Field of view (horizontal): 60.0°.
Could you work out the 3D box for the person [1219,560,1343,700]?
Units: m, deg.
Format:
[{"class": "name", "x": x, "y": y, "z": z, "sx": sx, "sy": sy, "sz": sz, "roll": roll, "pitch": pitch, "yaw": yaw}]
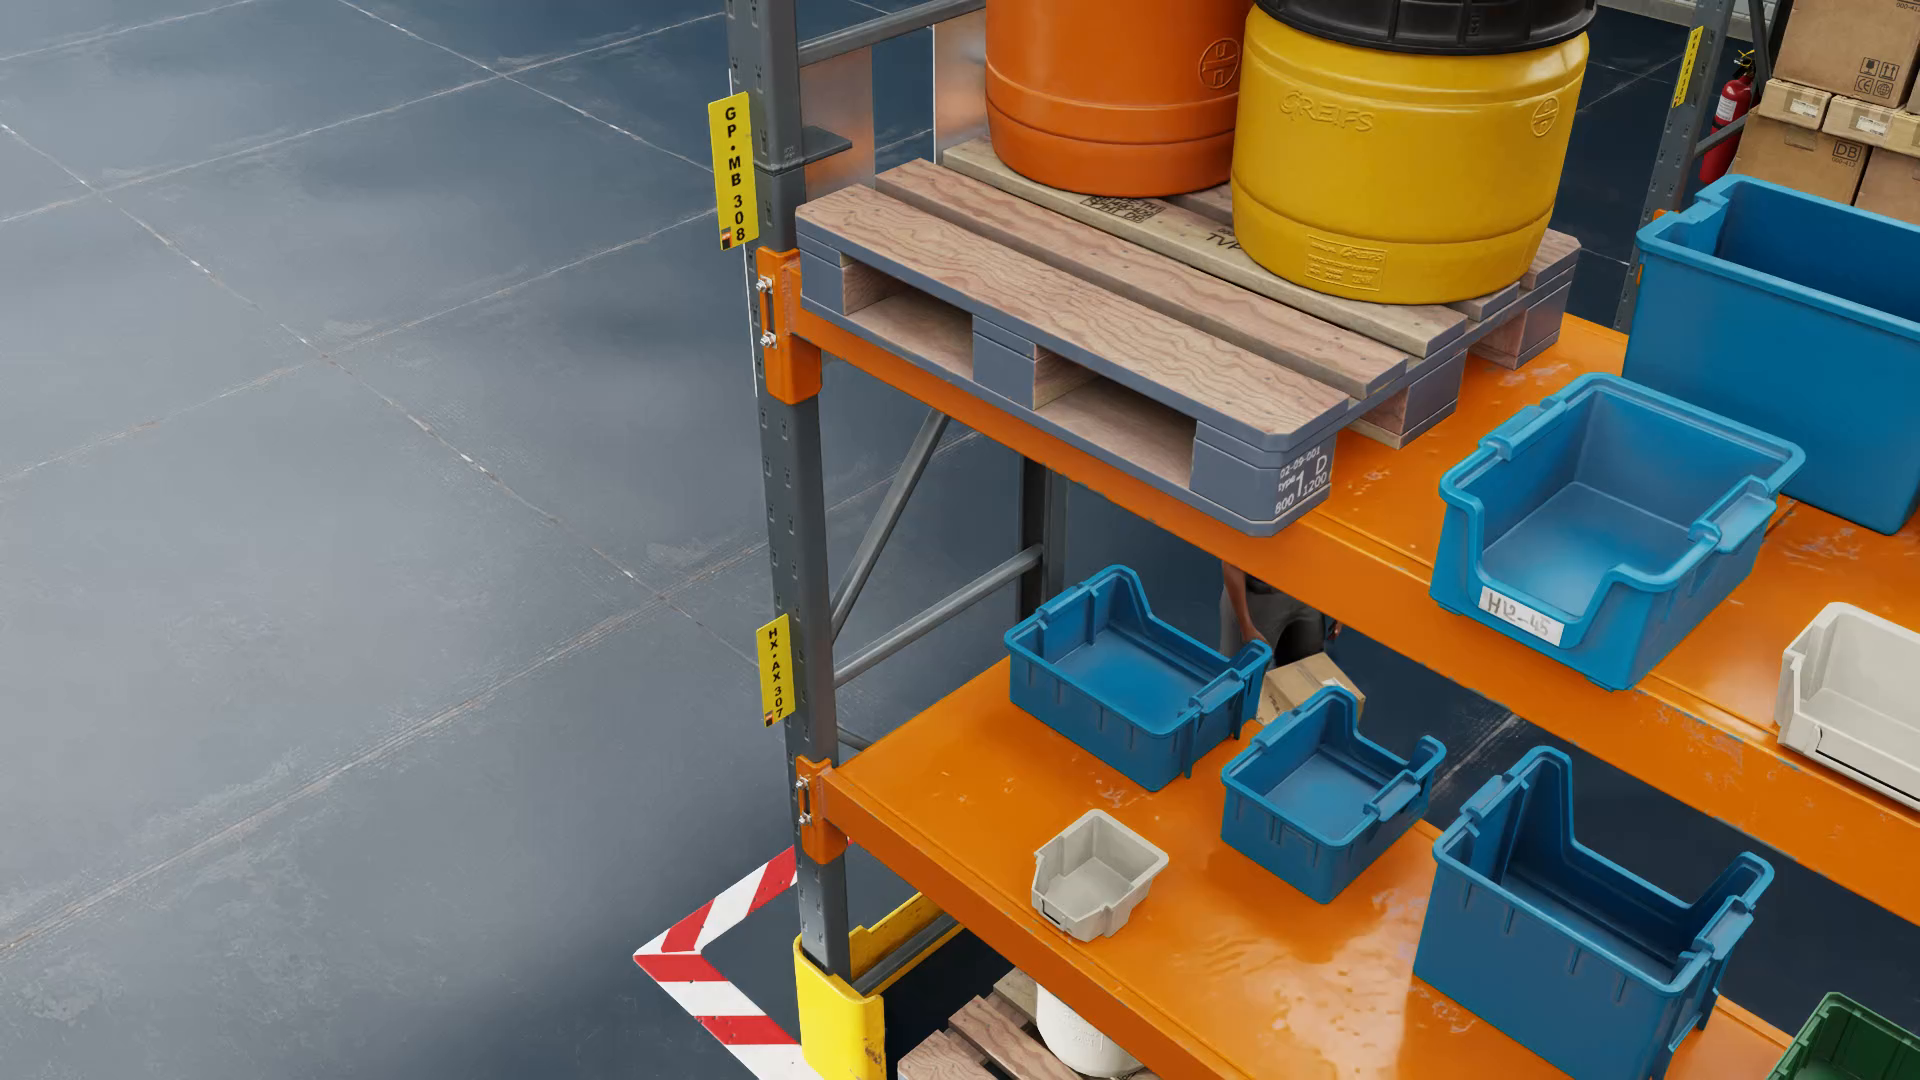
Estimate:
[{"class": "person", "x": 1.119, "y": 0.256, "z": 5.790, "sx": 0.492, "sy": 1.660, "sz": 0.398, "roll": -16, "pitch": 39, "yaw": -22}]
